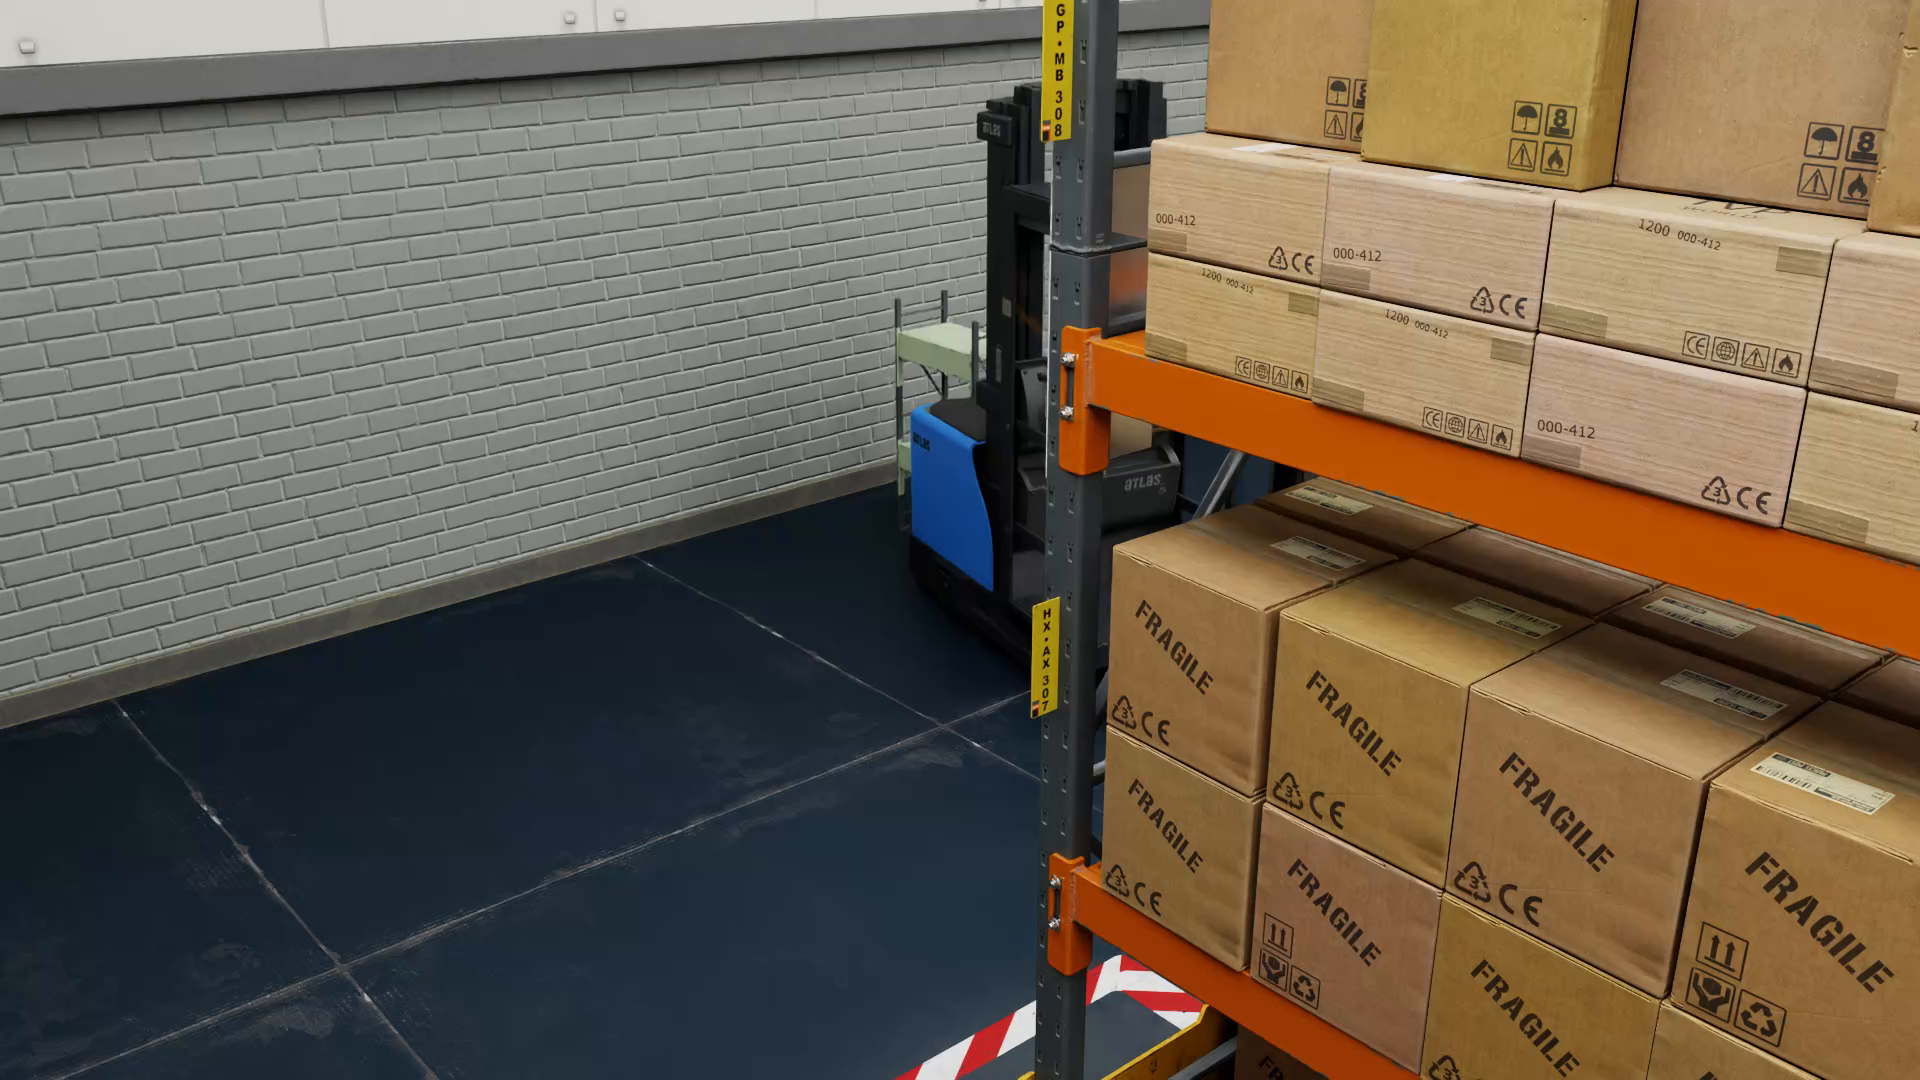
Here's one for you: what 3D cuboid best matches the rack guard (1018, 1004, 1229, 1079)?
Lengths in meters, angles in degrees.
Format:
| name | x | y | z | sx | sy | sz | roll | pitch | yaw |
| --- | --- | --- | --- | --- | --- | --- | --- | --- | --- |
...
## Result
| name | x | y | z | sx | sy | sz | roll | pitch | yaw |
| --- | --- | --- | --- | --- | --- | --- | --- | --- | --- |
| rack guard | 0.688 | 1.770 | 5.279 | 1.175 | 0.500 | 0.348 | -17 | 27 | -37 |

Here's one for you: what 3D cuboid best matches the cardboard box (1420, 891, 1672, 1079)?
| name | x | y | z | sx | sy | sz | roll | pitch | yaw |
| --- | --- | --- | --- | --- | --- | --- | --- | --- | --- |
| cardboard box | 1.395 | 1.005 | 3.669 | 0.500 | 0.500 | 0.500 | -18 | 27 | -38 |

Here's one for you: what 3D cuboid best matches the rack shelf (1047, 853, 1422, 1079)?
| name | x | y | z | sx | sy | sz | roll | pitch | yaw |
| --- | --- | --- | --- | --- | --- | --- | --- | --- | --- |
| rack shelf | 1.944 | 1.473 | 3.597 | 1.077 | 0.370 | 4.000 | -17 | 27 | -37 |

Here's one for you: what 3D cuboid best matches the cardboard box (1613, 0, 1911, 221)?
| name | x | y | z | sx | sy | sz | roll | pitch | yaw |
| --- | --- | --- | --- | --- | --- | --- | --- | --- | --- |
| cardboard box | 1.656 | -0.915 | 3.085 | 0.700 | 0.500 | 0.500 | -17 | 27 | -37 |

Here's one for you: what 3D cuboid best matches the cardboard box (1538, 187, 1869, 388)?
| name | x | y | z | sx | sy | sz | roll | pitch | yaw |
| --- | --- | --- | --- | --- | --- | --- | --- | --- | --- |
| cardboard box | 1.429 | -0.494 | 3.040 | 0.500 | 0.250 | 0.500 | -17 | 27 | -37 |

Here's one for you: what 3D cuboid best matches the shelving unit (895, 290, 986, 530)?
| name | x | y | z | sx | sy | sz | roll | pitch | yaw |
| --- | --- | --- | --- | --- | --- | --- | --- | --- | --- |
| shelving unit | -0.005 | -0.708 | 10.234 | 0.431 | 1.500 | 0.755 | -17 | 27 | -36 |

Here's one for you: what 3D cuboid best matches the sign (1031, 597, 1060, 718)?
| name | x | y | z | sx | sy | sz | roll | pitch | yaw |
| --- | --- | --- | --- | --- | --- | --- | --- | --- | --- |
| sign | 0.227 | 0.311 | 4.389 | 0.100 | 0.325 | 0.005 | -17 | 27 | -37 |

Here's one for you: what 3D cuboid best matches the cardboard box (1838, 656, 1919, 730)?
| name | x | y | z | sx | sy | sz | roll | pitch | yaw |
| --- | --- | --- | --- | --- | --- | --- | --- | --- | --- |
| cardboard box | 2.145 | 0.554 | 3.449 | 0.500 | 0.500 | 0.500 | -16 | 27 | -36 |

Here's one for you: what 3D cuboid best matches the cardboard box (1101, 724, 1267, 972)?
| name | x | y | z | sx | sy | sz | roll | pitch | yaw |
| --- | --- | --- | --- | --- | --- | --- | --- | --- | --- |
| cardboard box | 0.728 | 0.724 | 4.386 | 0.500 | 0.500 | 0.500 | -17 | 27 | -36 |

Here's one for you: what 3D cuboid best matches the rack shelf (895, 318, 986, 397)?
| name | x | y | z | sx | sy | sz | roll | pitch | yaw |
| --- | --- | --- | --- | --- | --- | --- | --- | --- | --- |
| rack shelf | -0.005 | -1.071 | 10.092 | 0.431 | 0.370 | 0.720 | -17 | 27 | -36 |

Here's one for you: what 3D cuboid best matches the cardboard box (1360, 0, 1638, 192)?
| name | x | y | z | sx | sy | sz | roll | pitch | yaw |
| --- | --- | --- | --- | --- | --- | --- | --- | --- | --- |
| cardboard box | 1.248 | -1.027 | 3.373 | 0.700 | 0.500 | 0.500 | -17 | 27 | -37 |

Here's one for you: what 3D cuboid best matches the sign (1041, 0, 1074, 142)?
| name | x | y | z | sx | sy | sz | roll | pitch | yaw |
| --- | --- | --- | --- | --- | --- | --- | --- | --- | --- |
| sign | 0.227 | -1.089 | 3.841 | 0.100 | 0.325 | 0.005 | -17 | 27 | -37 |

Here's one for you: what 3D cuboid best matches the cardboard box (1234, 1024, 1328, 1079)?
| name | x | y | z | sx | sy | sz | roll | pitch | yaw |
| --- | --- | --- | --- | --- | --- | --- | --- | --- | --- |
| cardboard box | 1.180 | 1.636 | 5.019 | 0.500 | 0.500 | 0.500 | -17 | 27 | -37 |

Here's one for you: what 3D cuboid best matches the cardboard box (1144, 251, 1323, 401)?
| name | x | y | z | sx | sy | sz | roll | pitch | yaw |
| --- | --- | --- | --- | --- | --- | --- | --- | --- | --- |
| cardboard box | 0.781 | -0.539 | 3.840 | 0.500 | 0.250 | 0.500 | -17 | 27 | -37 |

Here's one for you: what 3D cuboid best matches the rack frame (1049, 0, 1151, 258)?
| name | x | y | z | sx | sy | sz | roll | pitch | yaw |
| --- | --- | --- | --- | --- | --- | --- | --- | --- | --- |
| rack frame | 0.638 | -2.208 | 3.783 | 1.000 | 3.000 | 0.127 | -17 | 27 | -37 |

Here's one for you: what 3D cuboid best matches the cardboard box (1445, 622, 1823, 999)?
| name | x | y | z | sx | sy | sz | roll | pitch | yaw |
| --- | --- | --- | --- | --- | --- | --- | --- | --- | --- |
| cardboard box | 1.398 | 0.540 | 3.483 | 0.500 | 0.500 | 0.500 | -17 | 27 | -37 |

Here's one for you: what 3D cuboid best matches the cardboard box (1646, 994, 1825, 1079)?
| name | x | y | z | sx | sy | sz | roll | pitch | yaw |
| --- | --- | --- | --- | --- | --- | --- | --- | --- | --- |
| cardboard box | 1.720 | 1.143 | 3.315 | 0.500 | 0.500 | 0.500 | -17 | 27 | -37 |

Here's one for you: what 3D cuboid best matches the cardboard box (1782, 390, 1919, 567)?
| name | x | y | z | sx | sy | sz | roll | pitch | yaw |
| --- | --- | --- | --- | --- | --- | --- | --- | --- | --- |
| cardboard box | 1.757 | -0.124 | 2.779 | 0.500 | 0.250 | 0.500 | -17 | 27 | -37 |

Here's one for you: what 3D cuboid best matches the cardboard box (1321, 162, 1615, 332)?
| name | x | y | z | sx | sy | sz | roll | pitch | yaw |
| --- | --- | --- | --- | --- | --- | --- | --- | --- | --- |
| cardboard box | 1.098 | -0.631 | 3.389 | 0.500 | 0.250 | 0.500 | -17 | 27 | -37 |

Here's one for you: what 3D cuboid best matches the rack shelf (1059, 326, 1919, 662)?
| name | x | y | z | sx | sy | sz | roll | pitch | yaw |
| --- | --- | --- | --- | --- | --- | --- | --- | --- | --- |
| rack shelf | 1.944 | 0.076 | 3.050 | 1.077 | 0.370 | 4.000 | -17 | 27 | -37 |

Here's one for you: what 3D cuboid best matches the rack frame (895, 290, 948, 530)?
| name | x | y | z | sx | sy | sz | roll | pitch | yaw |
| --- | --- | --- | --- | --- | --- | --- | --- | --- | --- |
| rack frame | -0.237 | -0.811 | 10.497 | 0.400 | 1.500 | 0.023 | -17 | 27 | -36 |

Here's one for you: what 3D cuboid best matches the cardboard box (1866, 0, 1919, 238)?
| name | x | y | z | sx | sy | sz | roll | pitch | yaw |
| --- | --- | --- | --- | --- | --- | --- | --- | --- | --- |
| cardboard box | 1.912 | -0.754 | 2.676 | 0.700 | 0.500 | 0.500 | -17 | 27 | -37 |

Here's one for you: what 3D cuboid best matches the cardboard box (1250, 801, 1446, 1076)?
| name | x | y | z | sx | sy | sz | roll | pitch | yaw |
| --- | --- | --- | --- | --- | --- | --- | --- | --- | --- |
| cardboard box | 1.069 | 0.865 | 4.025 | 0.500 | 0.500 | 0.500 | -18 | 28 | -38 |

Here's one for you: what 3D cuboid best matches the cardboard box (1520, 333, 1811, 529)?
| name | x | y | z | sx | sy | sz | roll | pitch | yaw |
| --- | --- | --- | --- | --- | --- | --- | --- | --- | --- |
| cardboard box | 1.425 | -0.260 | 3.128 | 0.500 | 0.250 | 0.500 | -17 | 27 | -37 |

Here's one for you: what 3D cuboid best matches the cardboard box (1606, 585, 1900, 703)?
| name | x | y | z | sx | sy | sz | roll | pitch | yaw |
| --- | --- | --- | --- | --- | --- | --- | --- | --- | --- |
| cardboard box | 1.810 | 0.412 | 3.811 | 0.500 | 0.500 | 0.500 | -17 | 27 | -36 |

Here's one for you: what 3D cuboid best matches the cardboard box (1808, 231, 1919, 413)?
| name | x | y | z | sx | sy | sz | roll | pitch | yaw |
| --- | --- | --- | --- | --- | --- | --- | --- | --- | --- |
| cardboard box | 1.752 | -0.355 | 2.685 | 0.500 | 0.250 | 0.500 | -17 | 27 | -37 |

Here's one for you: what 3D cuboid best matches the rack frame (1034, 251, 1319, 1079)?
| name | x | y | z | sx | sy | sz | roll | pitch | yaw |
| --- | --- | --- | --- | --- | --- | --- | --- | --- | --- |
| rack frame | 0.638 | 0.585 | 4.877 | 1.000 | 3.000 | 0.127 | -17 | 27 | -37 |

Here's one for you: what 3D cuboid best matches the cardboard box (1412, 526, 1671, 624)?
| name | x | y | z | sx | sy | sz | roll | pitch | yaw |
| --- | --- | --- | --- | --- | --- | --- | --- | --- | --- |
| cardboard box | 1.468 | 0.270 | 4.174 | 0.500 | 0.500 | 0.500 | -17 | 27 | -36 |

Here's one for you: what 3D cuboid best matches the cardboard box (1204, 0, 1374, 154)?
| name | x | y | z | sx | sy | sz | roll | pitch | yaw |
| --- | --- | --- | --- | --- | --- | --- | --- | --- | --- |
| cardboard box | 0.986 | -1.186 | 3.777 | 0.700 | 0.500 | 0.500 | -17 | 27 | -37 |

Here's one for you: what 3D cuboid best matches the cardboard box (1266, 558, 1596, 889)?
| name | x | y | z | sx | sy | sz | roll | pitch | yaw |
| --- | --- | --- | --- | --- | --- | --- | --- | --- | --- |
| cardboard box | 1.075 | 0.401 | 3.839 | 0.500 | 0.500 | 0.500 | -17 | 27 | -37 |

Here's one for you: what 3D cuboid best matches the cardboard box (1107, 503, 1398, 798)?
| name | x | y | z | sx | sy | sz | roll | pitch | yaw |
| --- | --- | --- | --- | --- | --- | --- | --- | --- | --- |
| cardboard box | 0.728 | 0.258 | 4.203 | 0.500 | 0.500 | 0.500 | -16 | 27 | -36 |

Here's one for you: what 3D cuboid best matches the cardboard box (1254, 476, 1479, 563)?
| name | x | y | z | sx | sy | sz | roll | pitch | yaw |
| --- | --- | --- | --- | --- | --- | --- | --- | --- | --- |
| cardboard box | 1.137 | 0.131 | 4.530 | 0.500 | 0.500 | 0.500 | -18 | 28 | -38 |

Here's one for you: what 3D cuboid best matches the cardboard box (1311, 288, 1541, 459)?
| name | x | y | z | sx | sy | sz | roll | pitch | yaw |
| --- | --- | --- | --- | --- | --- | --- | --- | --- | --- |
| cardboard box | 1.098 | -0.398 | 3.480 | 0.500 | 0.250 | 0.500 | -17 | 27 | -37 |

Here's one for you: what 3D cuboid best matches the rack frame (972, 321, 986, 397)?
| name | x | y | z | sx | sy | sz | roll | pitch | yaw |
| --- | --- | --- | --- | --- | --- | --- | --- | --- | --- |
| rack frame | 0.228 | -0.605 | 9.971 | 0.400 | 1.500 | 0.023 | -17 | 27 | -36 |

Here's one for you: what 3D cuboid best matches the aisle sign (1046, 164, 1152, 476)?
| name | x | y | z | sx | sy | sz | roll | pitch | yaw |
| --- | --- | --- | --- | --- | --- | --- | --- | --- | --- |
| aisle sign | 0.371 | -0.574 | 4.273 | 0.394 | 0.787 | 0.004 | -17 | 27 | -37 |

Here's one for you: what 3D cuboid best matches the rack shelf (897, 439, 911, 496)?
| name | x | y | z | sx | sy | sz | roll | pitch | yaw |
| --- | --- | --- | --- | --- | --- | --- | --- | --- | --- |
| rack shelf | -0.005 | -0.404 | 10.353 | 0.431 | 0.370 | 0.720 | -17 | 27 | -36 |

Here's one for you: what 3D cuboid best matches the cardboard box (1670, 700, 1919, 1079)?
| name | x | y | z | sx | sy | sz | roll | pitch | yaw |
| --- | --- | --- | --- | --- | --- | --- | --- | --- | --- |
| cardboard box | 1.730 | 0.681 | 3.125 | 0.500 | 0.500 | 0.500 | -18 | 28 | -38 |

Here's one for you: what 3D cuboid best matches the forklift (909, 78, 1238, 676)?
| name | x | y | z | sx | sy | sz | roll | pitch | yaw |
| --- | --- | --- | --- | --- | --- | --- | --- | --- | --- |
| forklift | 0.829 | -0.735 | 8.343 | 1.130 | 2.935 | 3.031 | -11 | 24 | -25 |

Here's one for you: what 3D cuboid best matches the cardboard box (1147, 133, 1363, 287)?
| name | x | y | z | sx | sy | sz | roll | pitch | yaw |
| --- | --- | --- | --- | --- | --- | --- | --- | --- | --- |
| cardboard box | 0.777 | -0.771 | 3.746 | 0.500 | 0.250 | 0.500 | -17 | 27 | -37 |
